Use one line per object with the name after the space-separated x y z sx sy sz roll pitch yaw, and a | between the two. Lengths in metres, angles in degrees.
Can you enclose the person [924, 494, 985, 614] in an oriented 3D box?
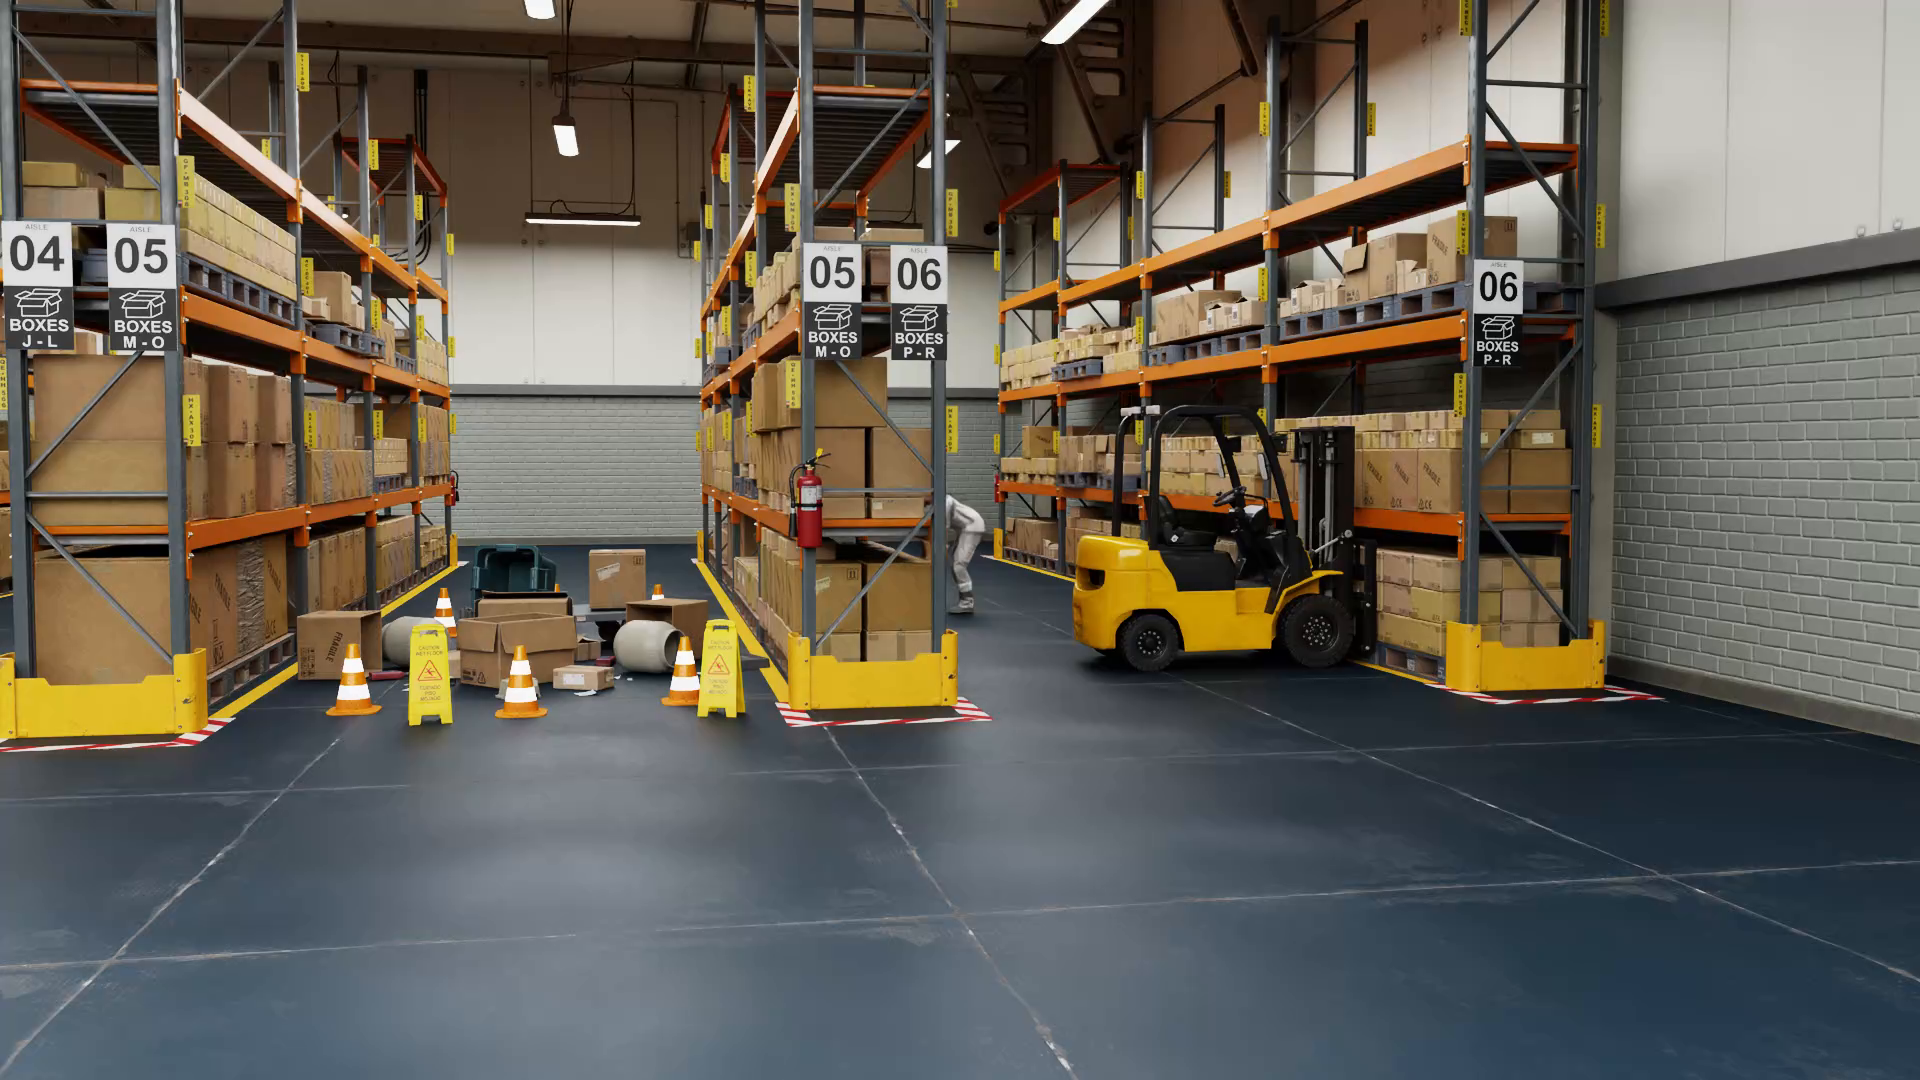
-0.154 0.075 18.400 0.858 1.472 0.482 -1 3 -13 | person
